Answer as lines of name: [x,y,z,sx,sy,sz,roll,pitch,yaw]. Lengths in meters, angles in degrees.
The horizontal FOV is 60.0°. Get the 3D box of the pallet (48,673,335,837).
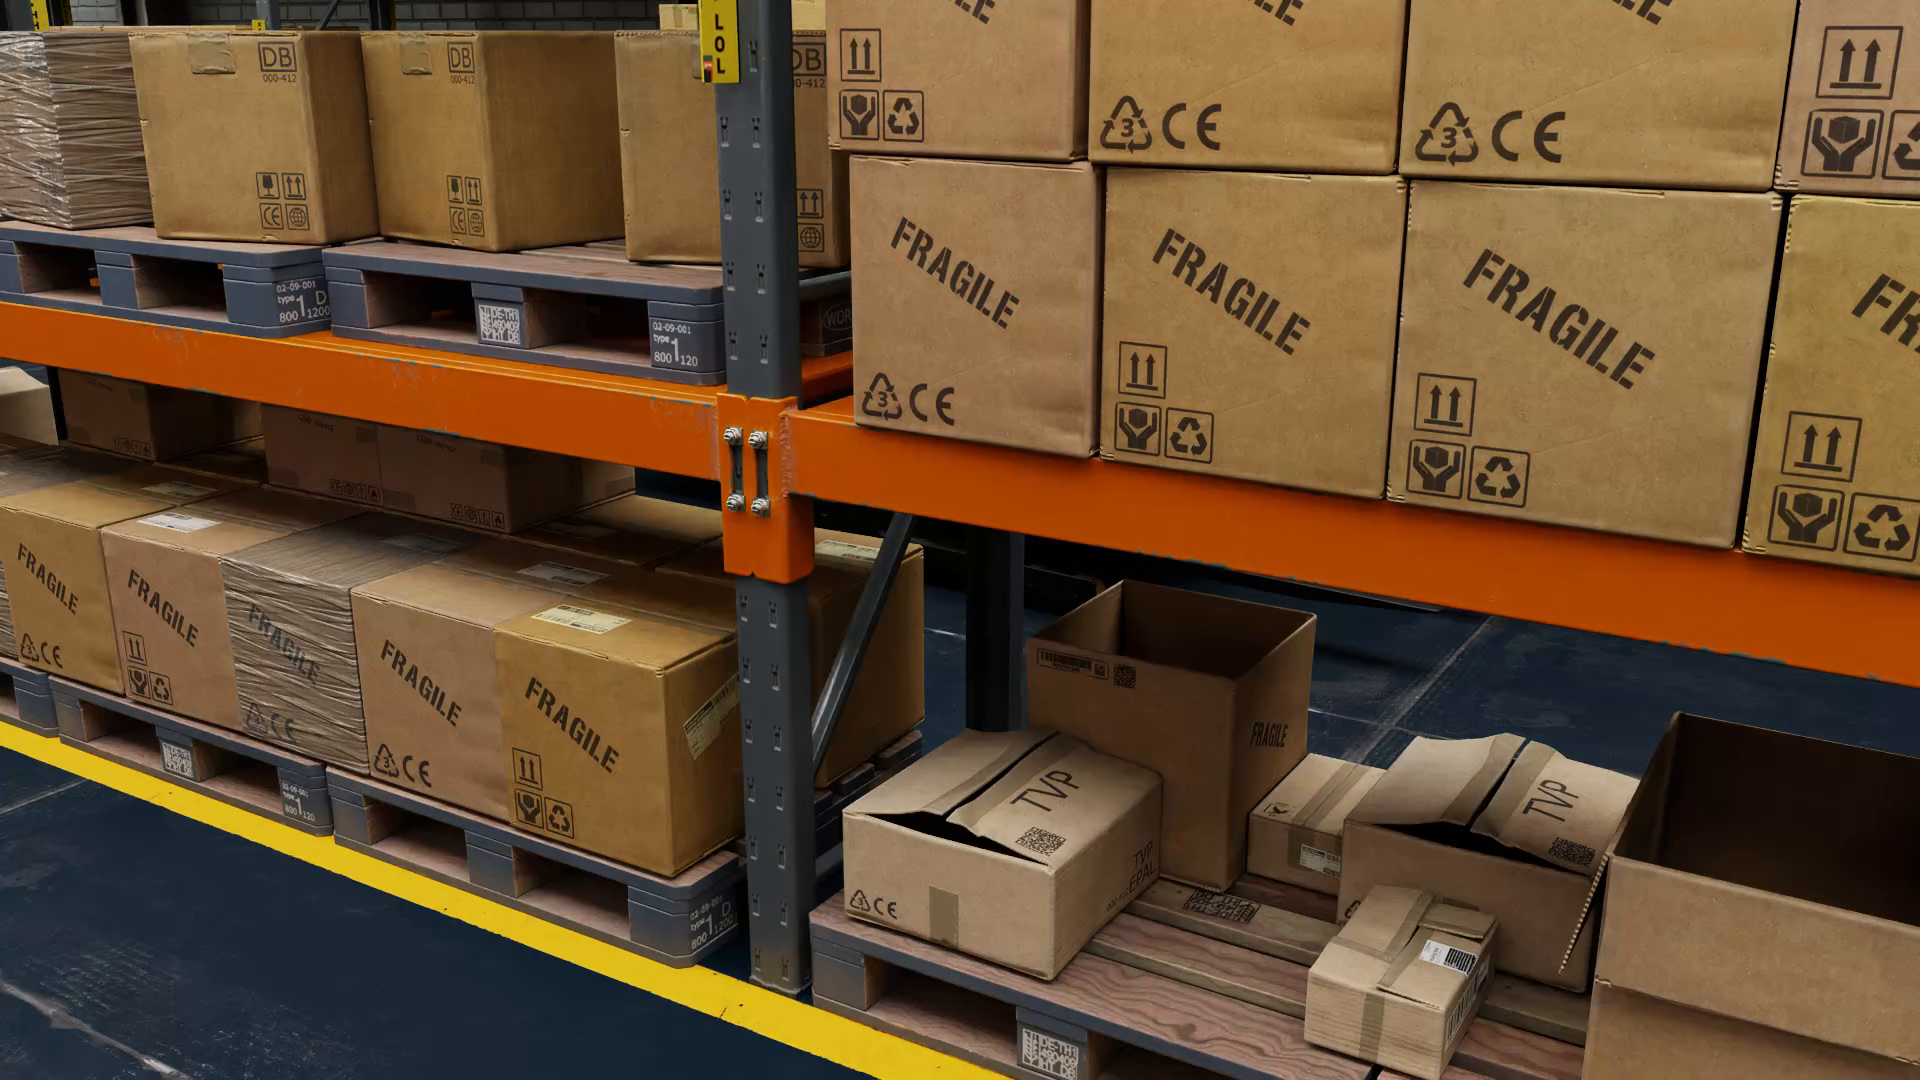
pallet: [-1.905,0.463,4.995,1.213,0.211,1.003,10,20,30]

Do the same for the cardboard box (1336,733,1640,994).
cardboard box: [1.125,0.635,3.501,0.500,0.311,0.500,10,20,30]

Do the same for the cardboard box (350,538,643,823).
cardboard box: [-1.135,0.332,4.170,0.500,0.500,0.500,10,20,30]

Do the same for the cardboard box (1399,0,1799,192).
cardboard box: [0.984,-0.800,2.462,0.500,0.500,0.500,9,19,28]

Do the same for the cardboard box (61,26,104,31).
cardboard box: [-6.236,-3.541,12.311,0.500,0.500,0.500,11,20,32]

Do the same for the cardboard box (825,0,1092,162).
cardboard box: [0.106,-0.957,2.978,0.500,0.500,0.500,11,20,31]

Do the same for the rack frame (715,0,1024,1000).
rack frame: [-0.148,-0.572,3.603,0.127,3.000,1.000,10,20,30]

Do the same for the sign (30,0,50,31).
sign: [-3.280,-1.832,5.897,0.005,0.325,0.100,10,20,30]

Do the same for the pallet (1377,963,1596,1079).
pallet: [1.480,1.052,3.054,1.213,0.211,1.003,10,20,30]

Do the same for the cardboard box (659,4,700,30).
cardboard box: [-1.559,-3.067,9.772,0.250,0.149,0.380,7,18,21]

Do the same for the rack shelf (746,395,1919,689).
rack shelf: [1.556,0.076,2.706,4.000,0.370,1.077,10,20,30]

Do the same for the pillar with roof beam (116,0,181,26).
pillar with roof beam: [-8.988,-5.537,9.626,0.400,9.000,9.100,10,20,30]

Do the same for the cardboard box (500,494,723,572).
cardboard box: [-0.893,0.201,4.602,0.500,0.500,0.500,10,20,31]

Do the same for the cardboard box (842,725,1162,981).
cardboard box: [0.097,0.621,3.544,0.500,0.311,0.500,10,20,30]

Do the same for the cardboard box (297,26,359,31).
cardboard box: [-4.667,-3.436,11.966,0.500,0.500,0.500,10,19,29]

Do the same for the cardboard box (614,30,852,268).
cardboard box: [-0.435,-0.948,3.947,0.500,0.500,0.700,4,17,12]

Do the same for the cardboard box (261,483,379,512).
cardboard box: [-1.745,0.046,5.112,0.500,0.500,0.500,9,19,28]

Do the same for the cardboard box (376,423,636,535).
cardboard box: [-1.285,-0.231,4.735,0.500,0.250,0.500,10,20,30]

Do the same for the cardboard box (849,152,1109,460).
cardboard box: [0.144,-0.475,3.111,0.500,0.500,0.500,11,20,31]

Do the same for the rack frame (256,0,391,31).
rack frame: [-4.376,-3.016,11.650,0.127,3.000,1.000,10,20,30]

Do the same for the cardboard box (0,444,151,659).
cardboard box: [-2.869,0.023,5.187,0.500,0.500,0.500,9,19,28]

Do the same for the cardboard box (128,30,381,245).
cardboard box: [-1.686,-1.074,4.362,0.500,0.500,0.700,5,18,16]

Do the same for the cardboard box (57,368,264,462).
cardboard box: [-2.586,-0.462,5.495,0.500,0.250,0.500,11,20,32]

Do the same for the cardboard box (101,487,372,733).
cardboard box: [-1.997,0.179,4.675,0.500,0.500,0.500,9,19,28]

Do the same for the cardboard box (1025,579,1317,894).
cardboard box: [0.486,0.430,3.849,0.500,0.500,0.500,10,20,30]

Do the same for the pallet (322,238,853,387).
pallet: [-0.772,-0.629,4.120,1.213,0.211,1.003,10,20,30]

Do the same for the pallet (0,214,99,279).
pallet: [-2.942,-1.003,5.352,1.003,0.211,1.213,10,20,30]

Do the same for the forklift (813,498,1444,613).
forklift: [0.509,-1.295,6.101,3.031,2.935,1.130,12,21,34]

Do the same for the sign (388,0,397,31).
sign: [-4.088,-3.708,11.936,0.005,0.325,0.100,10,20,30]

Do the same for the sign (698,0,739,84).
sign: [-0.435,-0.988,2.981,0.005,0.325,0.100,10,20,30]

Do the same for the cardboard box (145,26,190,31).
cardboard box: [-5.369,-3.383,11.790,0.500,0.500,0.500,10,20,30]

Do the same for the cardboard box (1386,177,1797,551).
cardboard box: [1.007,-0.321,2.605,0.500,0.500,0.500,10,20,30]

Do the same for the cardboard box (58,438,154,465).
cardboard box: [-2.637,-0.111,5.629,0.500,0.500,0.500,11,20,32]
